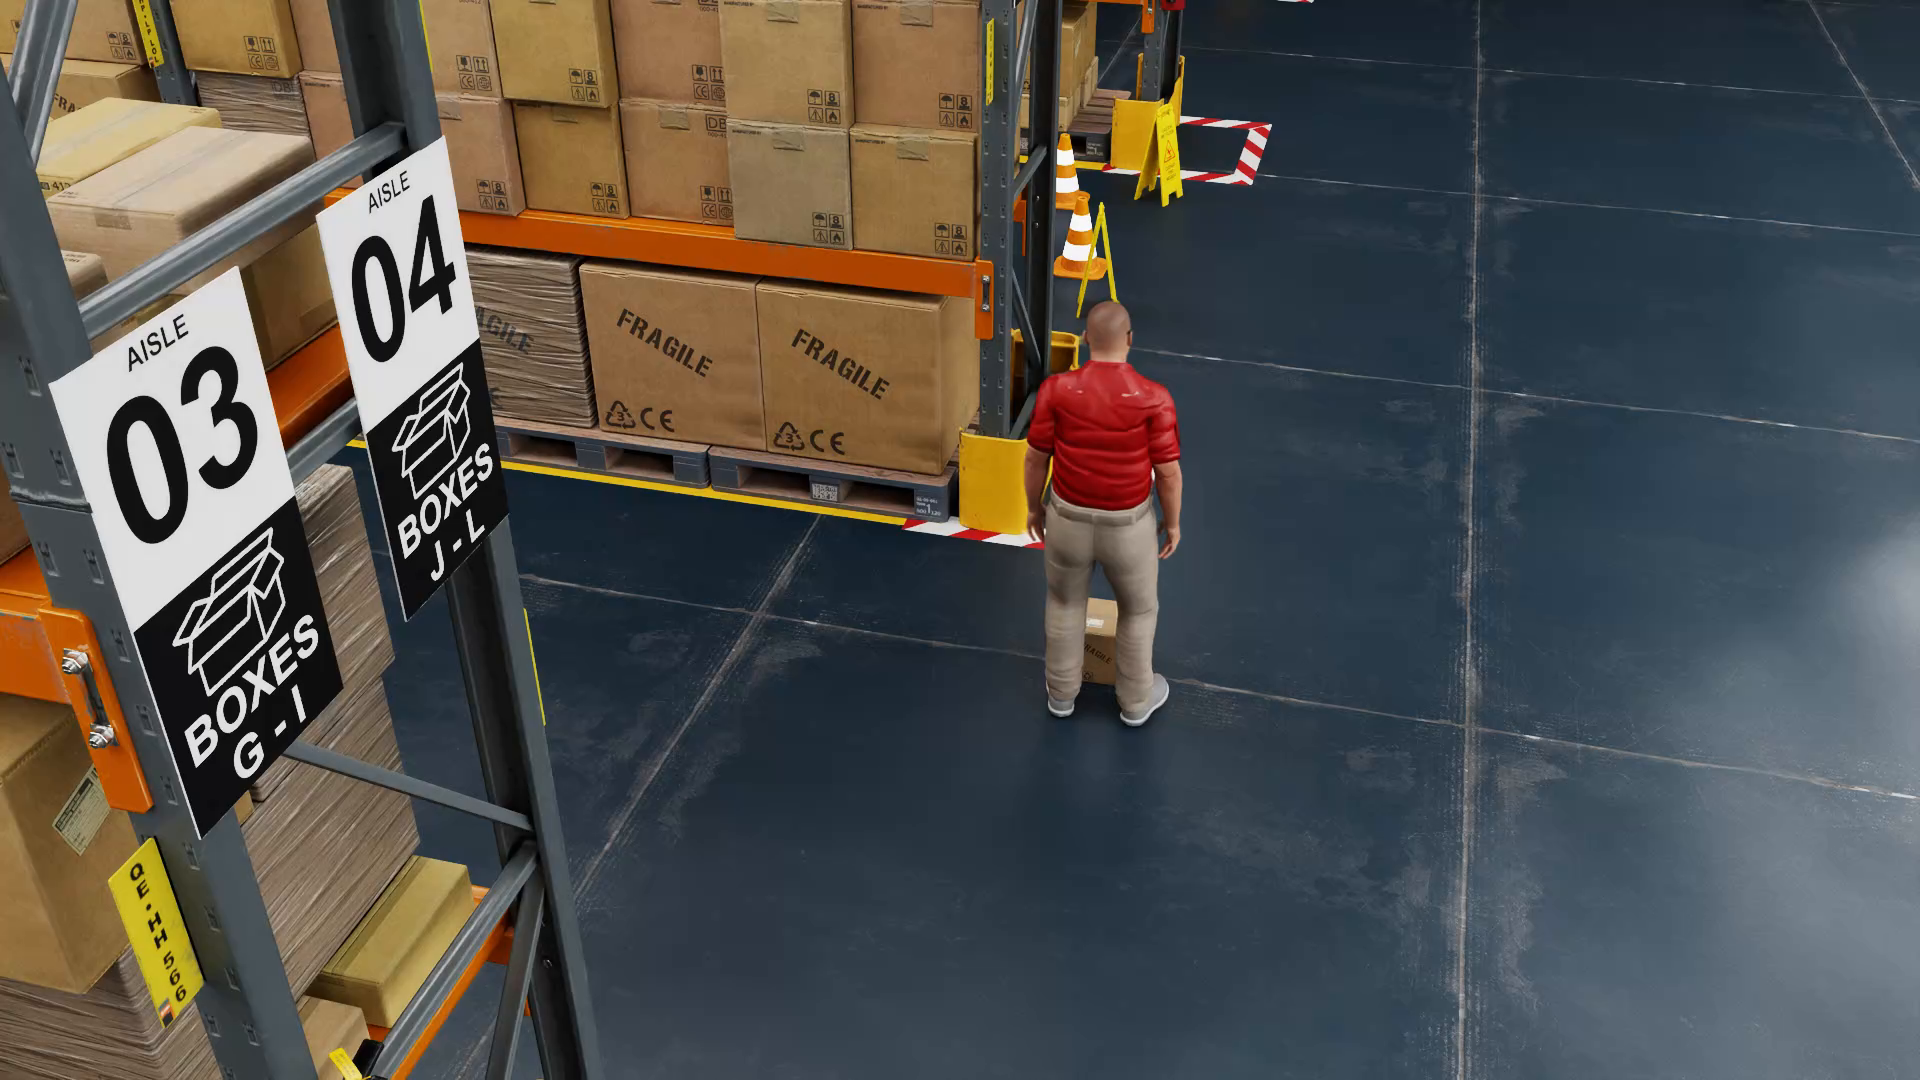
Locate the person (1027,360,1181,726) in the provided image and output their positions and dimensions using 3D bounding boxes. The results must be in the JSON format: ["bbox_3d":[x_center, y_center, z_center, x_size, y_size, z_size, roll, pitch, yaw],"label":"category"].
[{"bbox_3d":[0.539,0.003,6.307,0.577,1.553,0.388,8,33,12],"label":"person"}]
